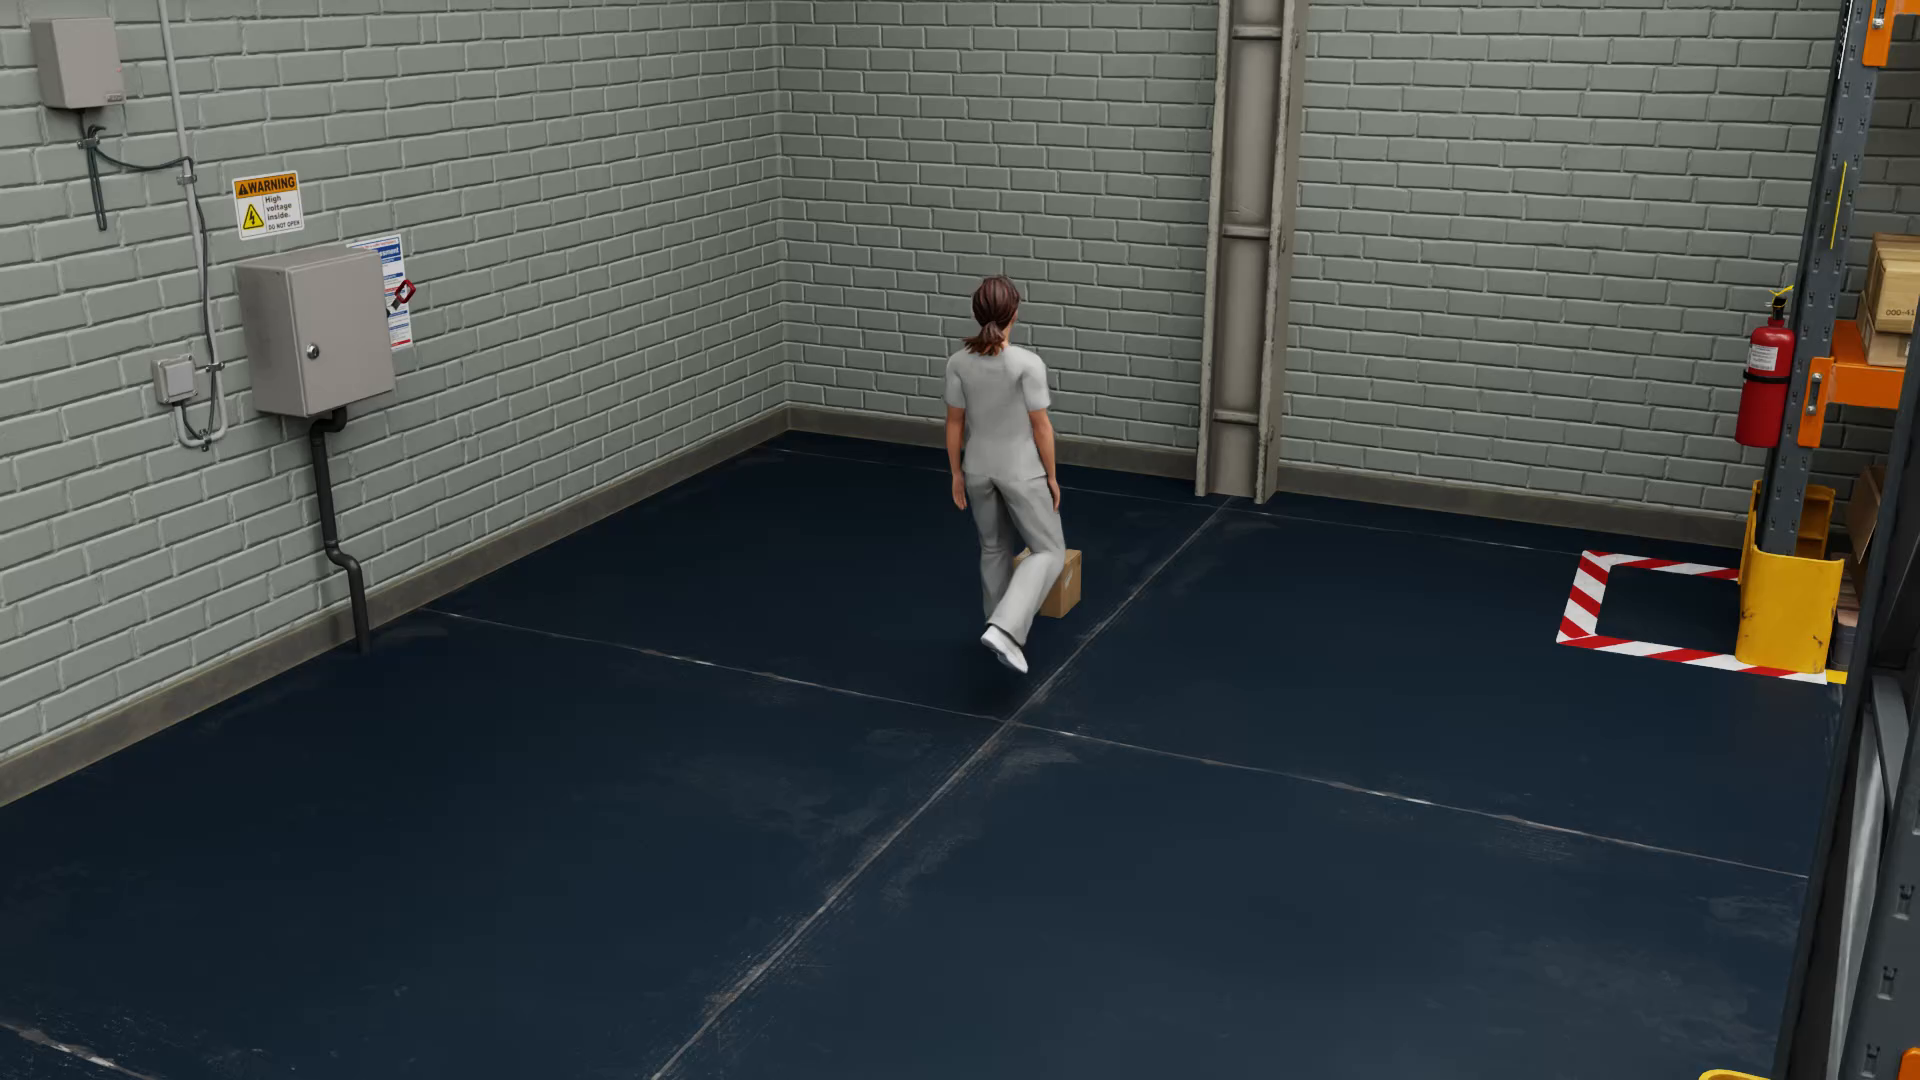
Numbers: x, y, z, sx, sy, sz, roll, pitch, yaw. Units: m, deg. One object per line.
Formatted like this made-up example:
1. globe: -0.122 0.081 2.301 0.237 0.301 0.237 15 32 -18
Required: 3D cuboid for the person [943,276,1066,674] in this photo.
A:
1. person: 0.185 -0.257 6.776 0.470 1.656 0.752 9 21 25
